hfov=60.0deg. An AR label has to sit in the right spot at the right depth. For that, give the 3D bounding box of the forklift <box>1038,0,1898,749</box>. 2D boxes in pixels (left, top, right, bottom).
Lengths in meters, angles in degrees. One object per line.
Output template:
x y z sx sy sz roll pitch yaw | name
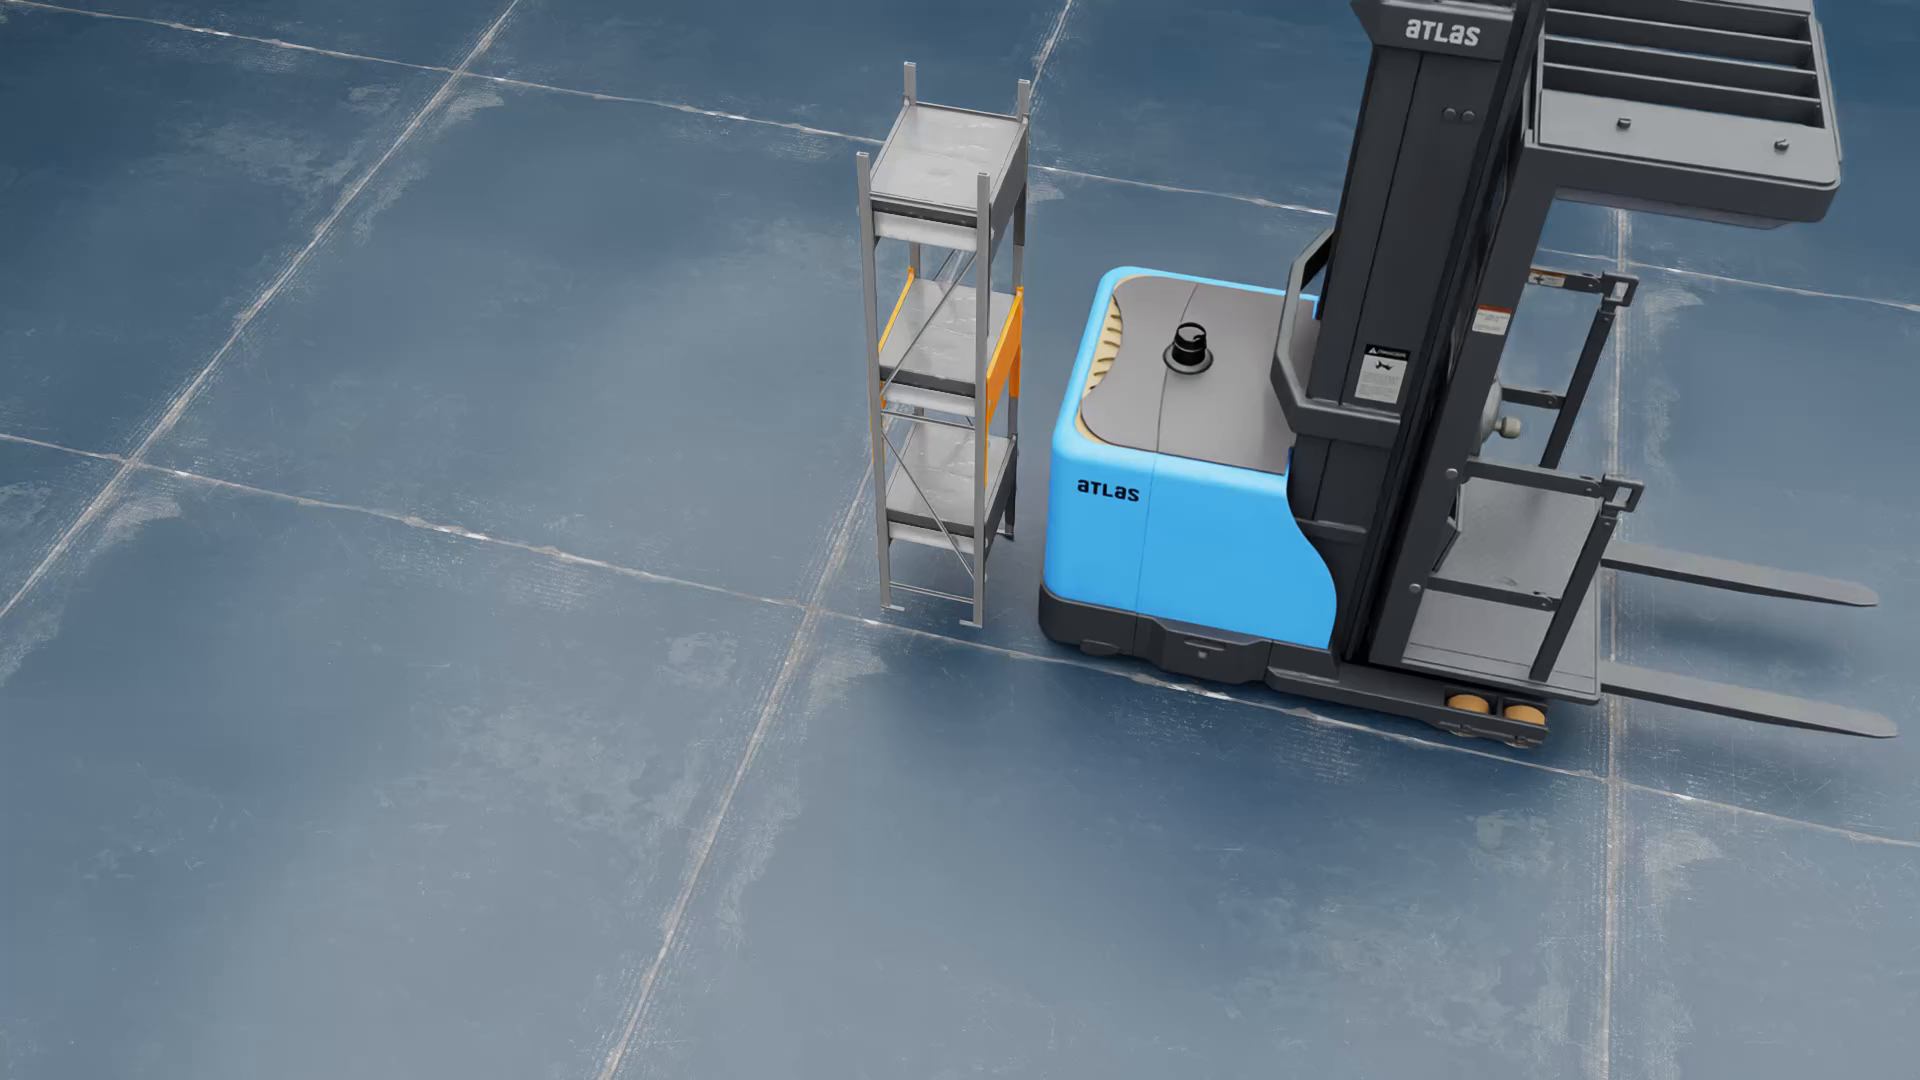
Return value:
1.870 -0.663 5.299 3.031 2.935 1.130 11 49 9 | forklift

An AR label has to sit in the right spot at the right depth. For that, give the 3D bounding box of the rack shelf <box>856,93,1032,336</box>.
-0.044 -1.029 5.261 0.431 0.518 0.480 12 50 10 | rack shelf

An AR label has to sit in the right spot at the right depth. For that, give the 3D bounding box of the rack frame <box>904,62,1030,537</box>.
0.021 -0.752 5.932 0.400 2.100 0.015 12 50 10 | rack frame

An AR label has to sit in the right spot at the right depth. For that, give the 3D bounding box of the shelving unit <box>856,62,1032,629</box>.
-0.044 -0.575 5.776 0.431 2.100 0.503 12 50 10 | shelving unit

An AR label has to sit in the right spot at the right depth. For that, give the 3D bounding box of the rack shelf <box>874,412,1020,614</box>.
-0.044 -0.103 6.311 0.431 0.518 0.480 12 50 10 | rack shelf

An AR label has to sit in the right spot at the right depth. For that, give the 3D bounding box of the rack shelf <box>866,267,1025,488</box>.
-0.044 -0.566 5.786 0.431 0.518 0.480 12 50 10 | rack shelf

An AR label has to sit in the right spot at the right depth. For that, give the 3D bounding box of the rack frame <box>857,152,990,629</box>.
-0.108 -0.399 5.620 0.400 2.100 0.015 12 50 10 | rack frame
